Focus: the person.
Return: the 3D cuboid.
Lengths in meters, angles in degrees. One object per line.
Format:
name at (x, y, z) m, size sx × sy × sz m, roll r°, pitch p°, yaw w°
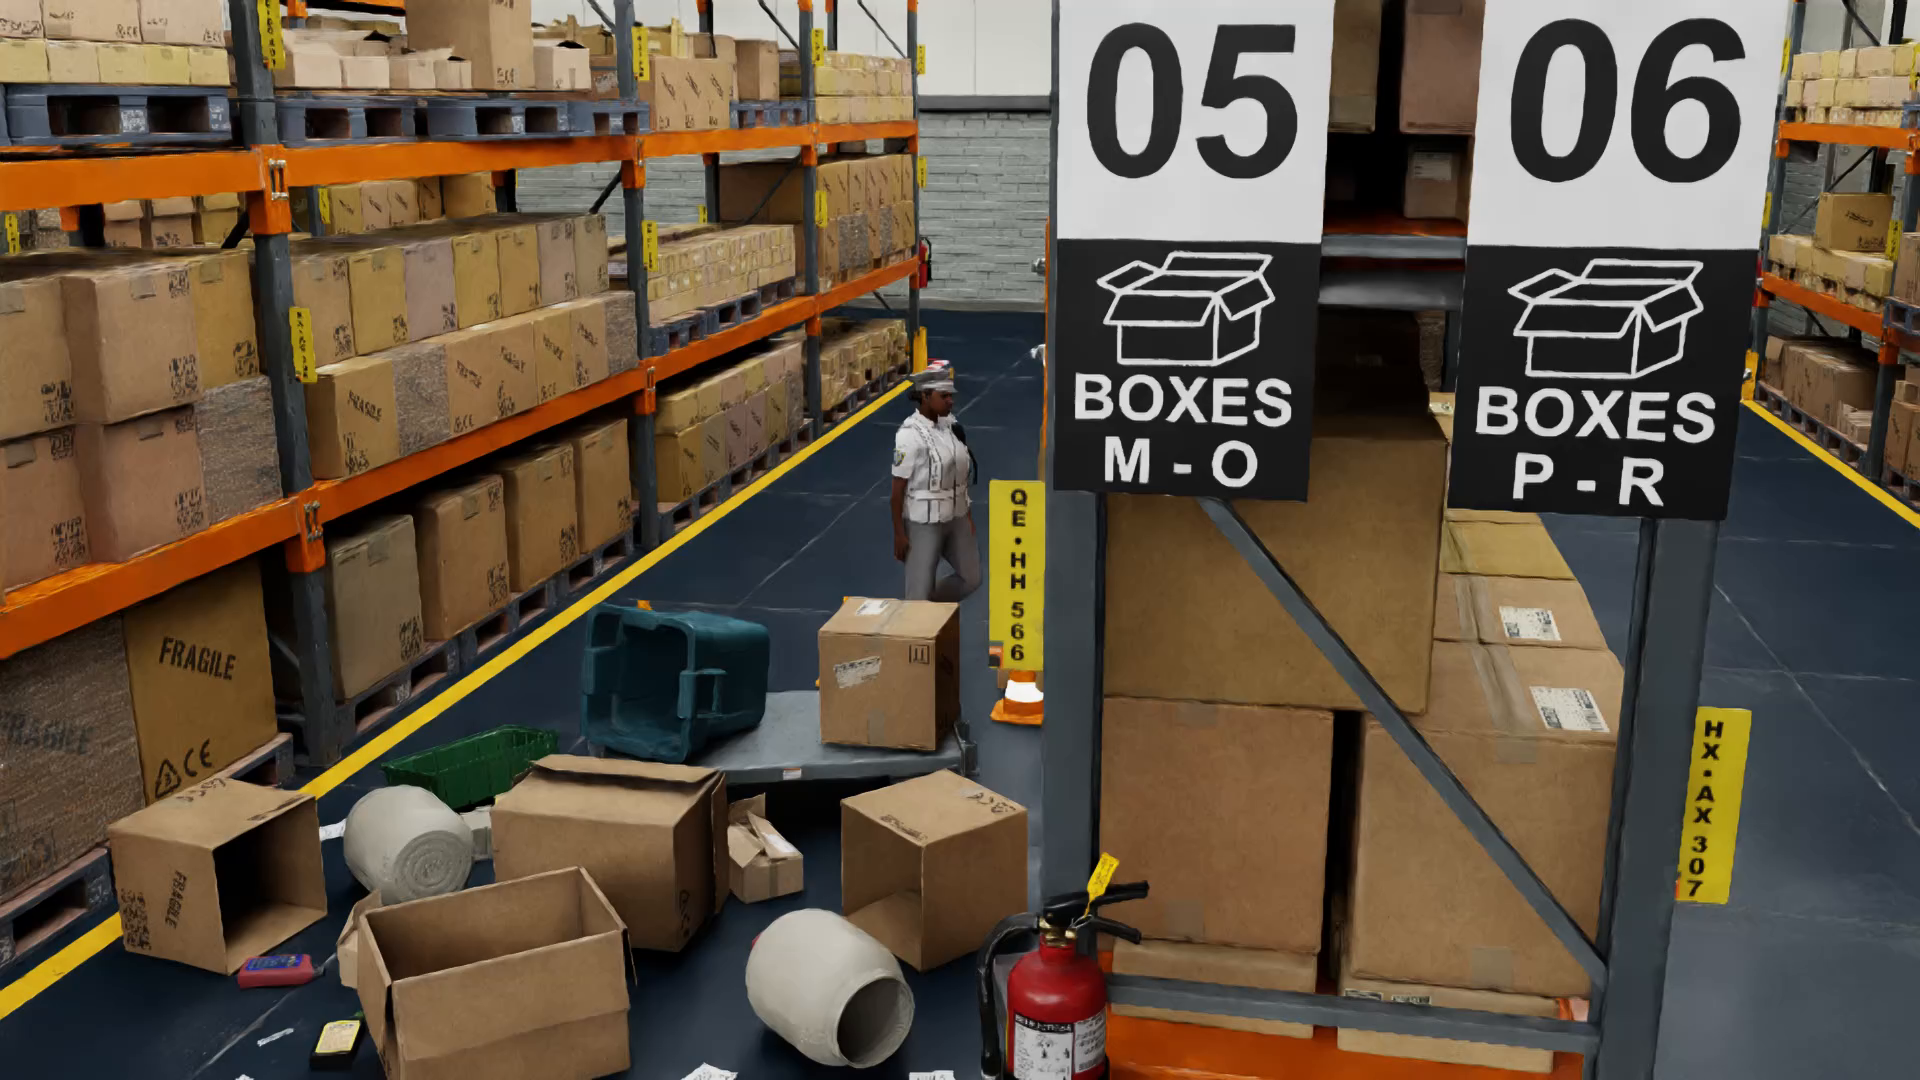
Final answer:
person at (-0.196, -0.094, 8.783) m, size 0.565 × 1.670 × 0.611 m, roll 12°, pitch 19°, yaw 38°
